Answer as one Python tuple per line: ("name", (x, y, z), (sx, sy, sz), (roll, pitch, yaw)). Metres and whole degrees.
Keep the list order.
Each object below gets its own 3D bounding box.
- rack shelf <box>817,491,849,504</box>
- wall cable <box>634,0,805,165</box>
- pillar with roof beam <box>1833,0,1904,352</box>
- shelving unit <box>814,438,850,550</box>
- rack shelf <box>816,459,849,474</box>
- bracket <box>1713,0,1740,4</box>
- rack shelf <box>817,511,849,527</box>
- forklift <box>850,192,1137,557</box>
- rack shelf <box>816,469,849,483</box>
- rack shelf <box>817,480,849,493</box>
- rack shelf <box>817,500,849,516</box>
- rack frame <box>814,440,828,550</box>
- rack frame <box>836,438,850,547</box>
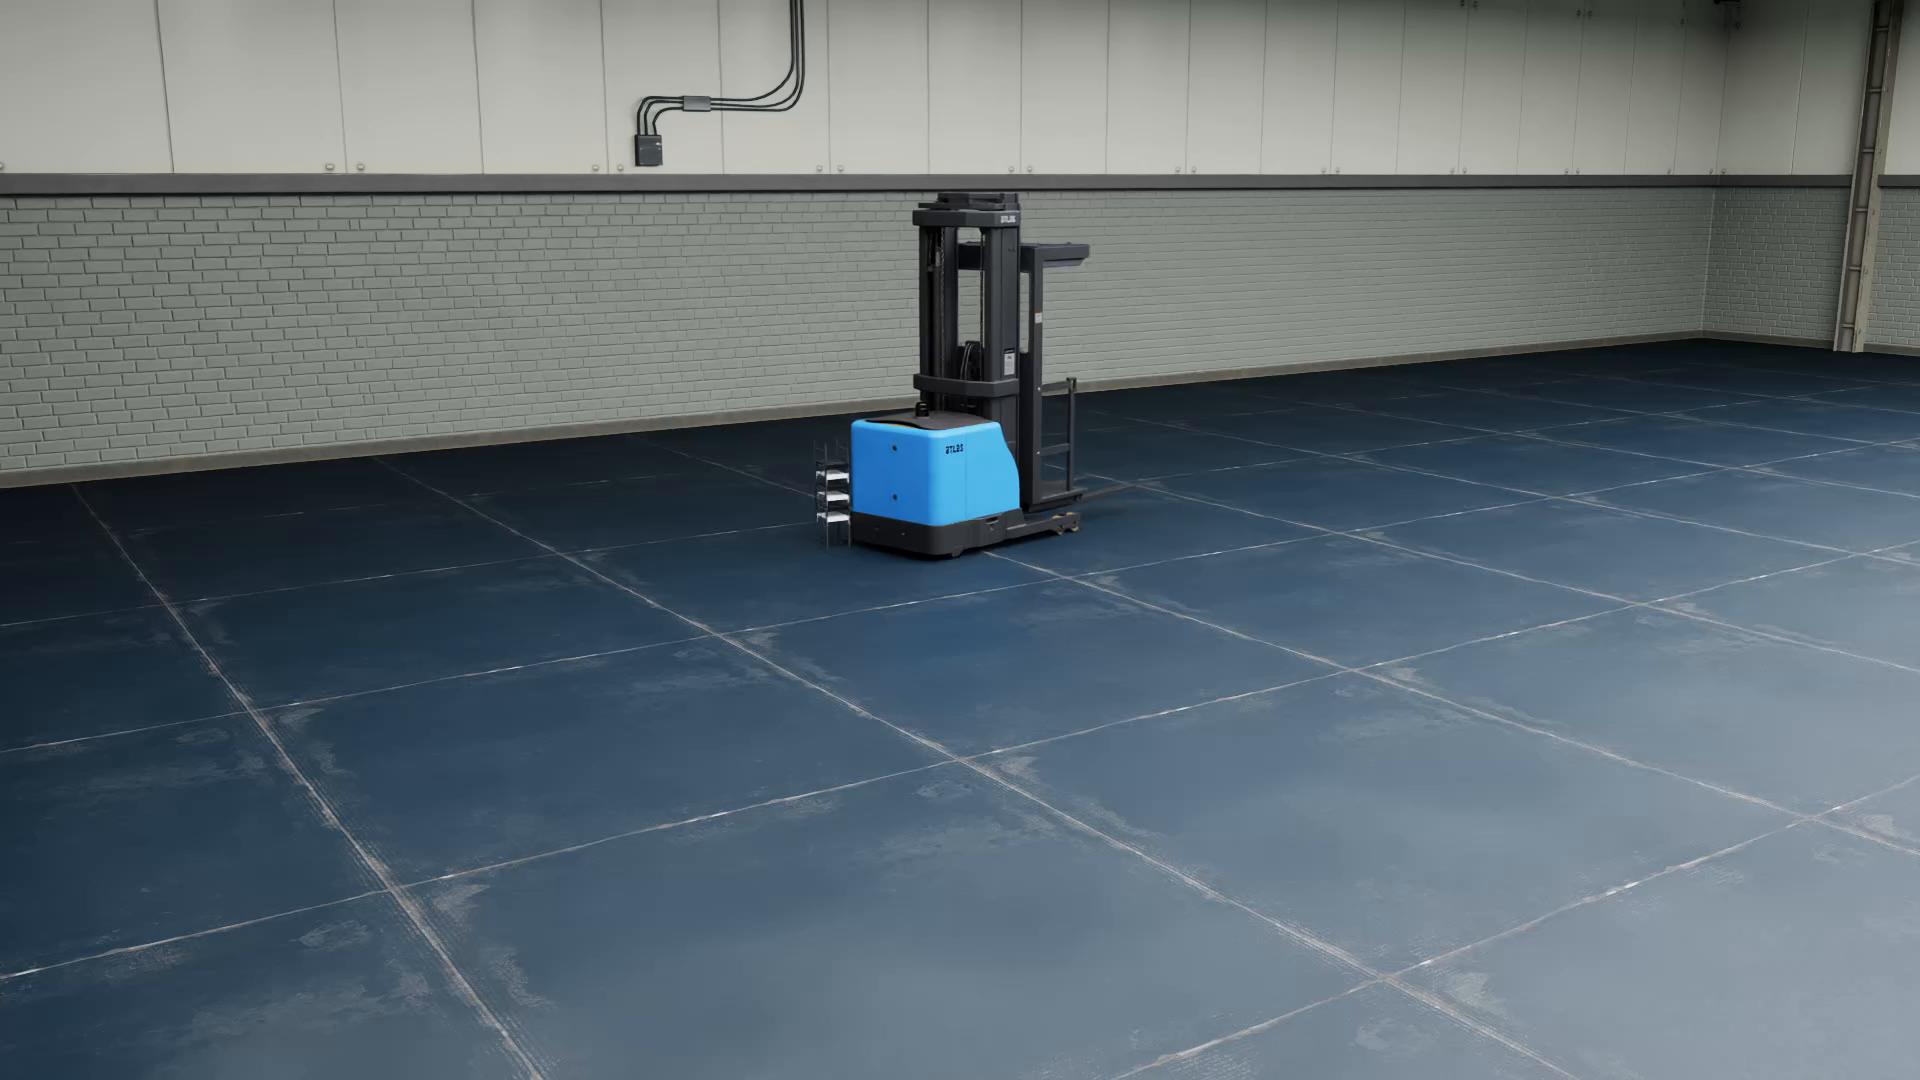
("rack shelf", (-1.080, -0.357, 14.046), (0.200, 0.077, 0.258), (-6, 14, -27))
("wall cable", (-2.872, -7.528, 19.761), (2.305, 6.003, 0.169), (-8, 15, -33))
("pillar with roof beam", (12.387, -7.284, 26.607), (9.100, 9.000, 0.548), (-8, 15, -33))
("shelving unit", (-1.080, -0.390, 14.039), (0.210, 0.900, 0.258), (-6, 14, -27))
("rack shelf", (-1.080, -0.621, 13.988), (0.200, 0.077, 0.258), (-6, 14, -27))
("bracket", (14.132, -10.005, 30.625), (0.235, 0.232, 0.430), (-8, 15, -33))
("rack shelf", (-1.080, -0.182, 14.085), (0.200, 0.077, 0.258), (-6, 14, -27))
("forklift", (0.425, -1.547, 14.574), (1.130, 2.935, 3.031), (11, 16, 40))
("rack shelf", (-1.080, -0.533, 14.008), (0.200, 0.077, 0.258), (-6, 14, -27))
("rack shelf", (-1.080, -0.445, 14.027), (0.200, 0.077, 0.258), (-6, 14, -27))
("rack shelf", (-1.080, -0.270, 14.065), (0.200, 0.077, 0.258), (-6, 14, -27))
("rack frame", (-1.170, -0.380, 13.993), (0.006, 0.900, 0.240), (-6, 14, -27))
("rack frame", (-0.990, -0.400, 14.085), (0.006, 0.900, 0.240), (-6, 14, -27))
